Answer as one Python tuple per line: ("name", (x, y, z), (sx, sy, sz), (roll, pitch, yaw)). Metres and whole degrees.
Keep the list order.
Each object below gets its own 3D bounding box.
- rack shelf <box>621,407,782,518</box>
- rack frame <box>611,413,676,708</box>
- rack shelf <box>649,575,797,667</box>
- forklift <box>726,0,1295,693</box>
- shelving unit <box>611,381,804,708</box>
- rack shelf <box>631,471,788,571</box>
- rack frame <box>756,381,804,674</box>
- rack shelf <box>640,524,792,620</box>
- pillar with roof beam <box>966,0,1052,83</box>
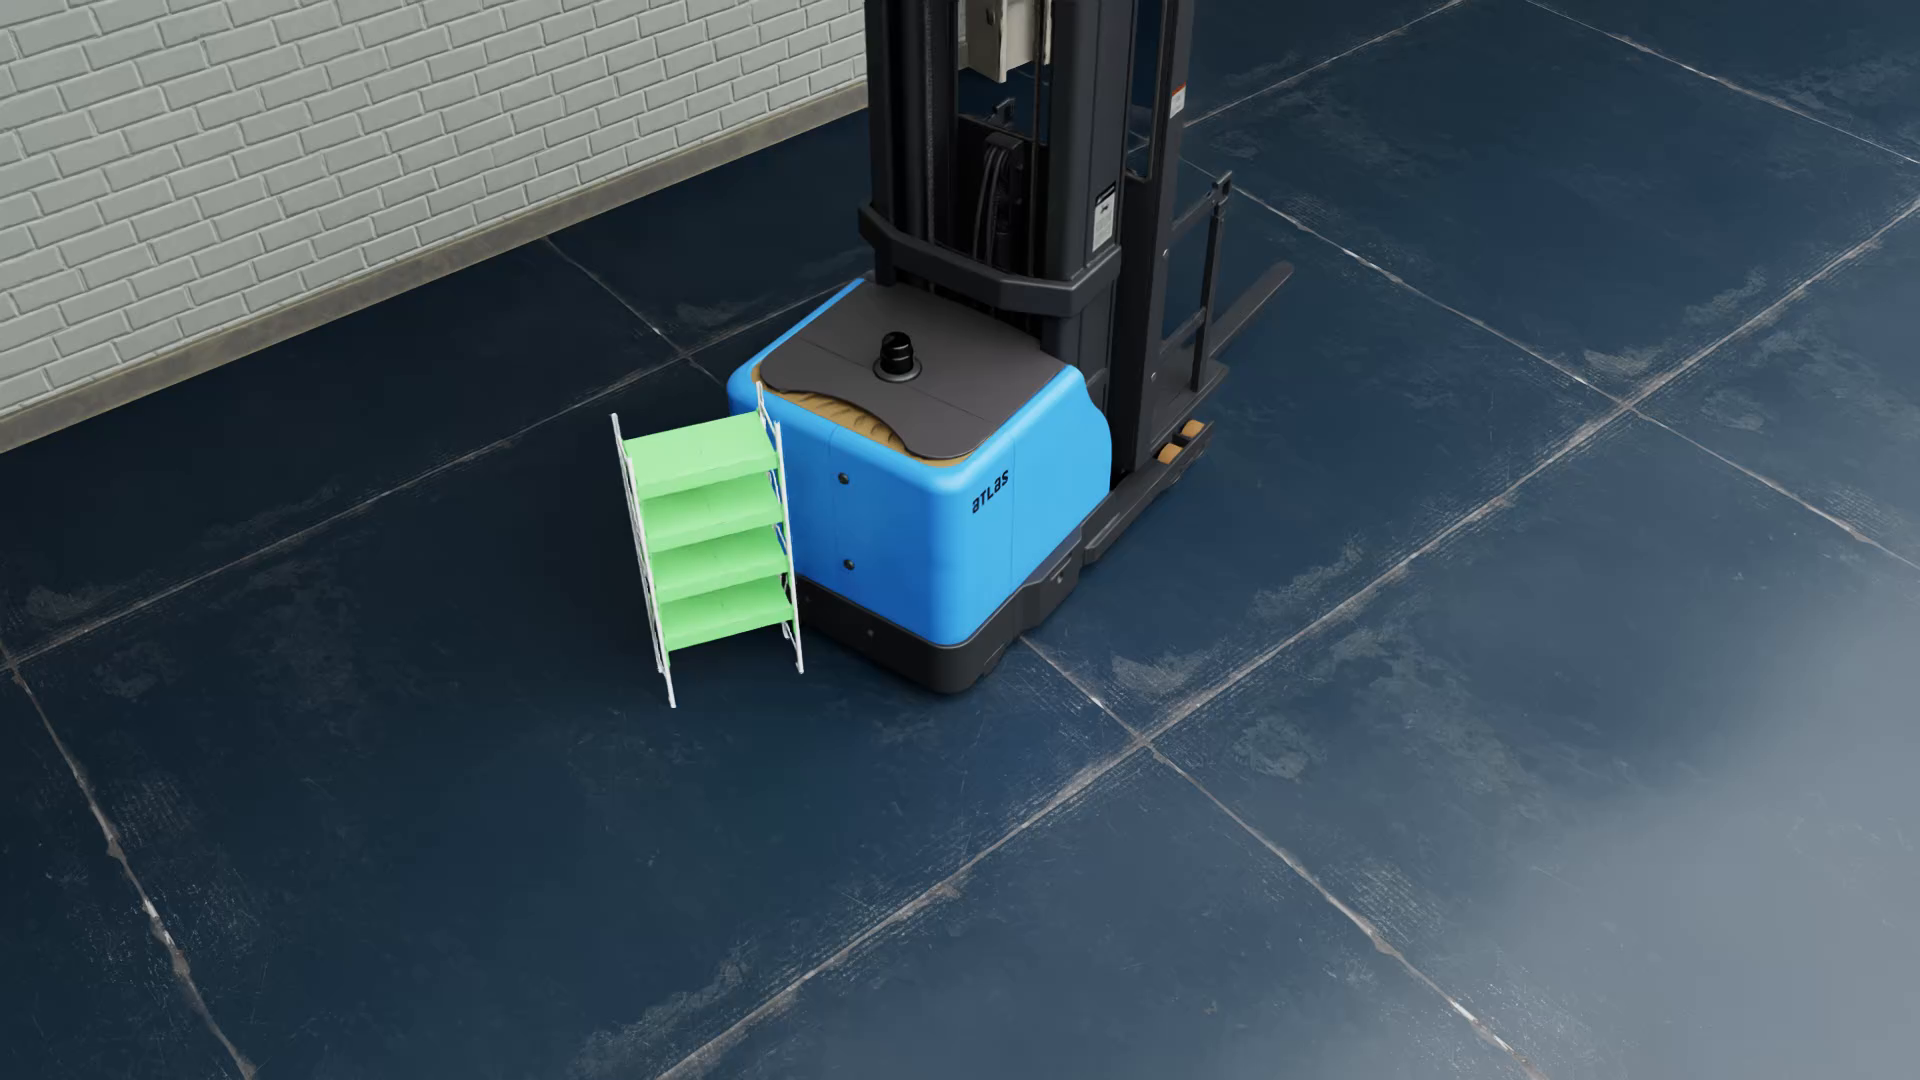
("rack shelf", (-0.862, -0.260, 5.543), (0.480, 0.148, 0.258), (-14, 45, -15))
("rack frame", (-1.091, 0.102, 5.765), (0.015, 1.200, 0.240), (-14, 45, -15))
("rack shelf", (-0.862, 0.265, 6.036), (0.480, 0.148, 0.258), (-14, 45, -15))
("forklift", (0.426, -1.482, 6.187), (1.130, 2.935, 3.031), (26, 49, 25))
("shelving unit", (-0.862, 0.043, 5.828), (0.503, 1.200, 0.258), (-14, 45, -15))
("rack shelf", (-0.862, -0.085, 5.707), (0.480, 0.148, 0.258), (-14, 45, -15))
("rack frame", (-0.634, -0.015, 5.890), (0.015, 1.200, 0.240), (-14, 45, -15))
("rack shelf", (-0.862, 0.090, 5.871), (0.480, 0.148, 0.258), (-14, 45, -15))
("pillar with roof beam", (3.044, -3.808, 4.231), (0.400, 9.000, 9.100), (-30, 51, -28))
